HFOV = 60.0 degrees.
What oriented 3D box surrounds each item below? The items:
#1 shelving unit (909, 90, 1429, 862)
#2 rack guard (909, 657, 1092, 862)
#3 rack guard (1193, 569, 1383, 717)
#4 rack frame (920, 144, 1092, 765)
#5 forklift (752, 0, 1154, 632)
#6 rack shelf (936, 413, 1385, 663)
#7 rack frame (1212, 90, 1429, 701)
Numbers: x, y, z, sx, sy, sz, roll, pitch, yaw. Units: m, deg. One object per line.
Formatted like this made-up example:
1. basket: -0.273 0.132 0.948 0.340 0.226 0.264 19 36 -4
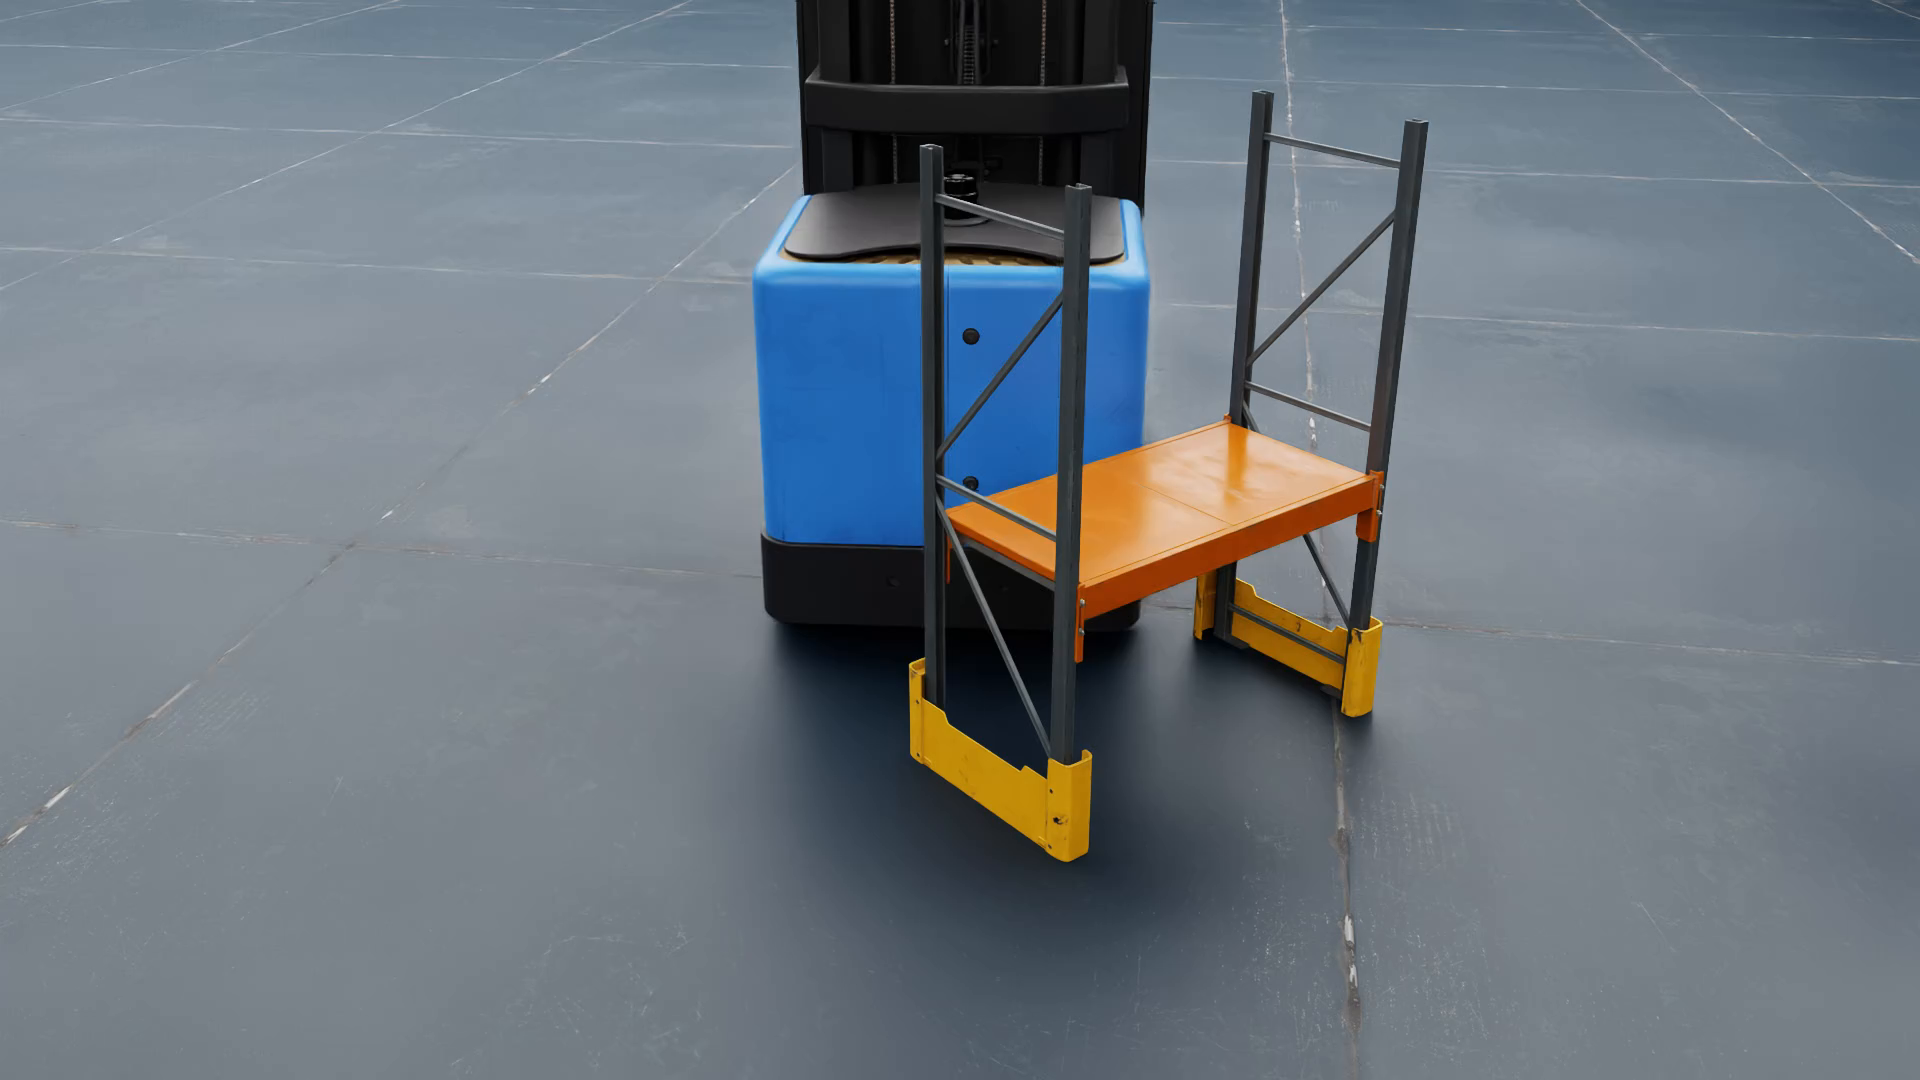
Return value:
1. shelving unit: 0.473 -0.196 3.901 1.083 1.500 0.587 -19 31 -34
2. rack guard: 0.083 0.501 3.885 0.087 0.250 0.587 -19 31 -34
3. rack guard: 0.863 0.238 4.446 0.087 0.250 0.587 -19 31 -34
4. rack frame: 0.082 -0.065 3.619 0.032 1.500 0.500 -19 31 -34
5. forklift: 0.060 -1.662 5.342 1.130 2.935 3.031 1 25 3
6. rack shelf: 0.480 -0.036 3.982 1.000 0.185 0.538 -19 31 -34
7. rack frame: 0.878 -0.333 4.192 0.032 1.500 0.500 -19 31 -34
